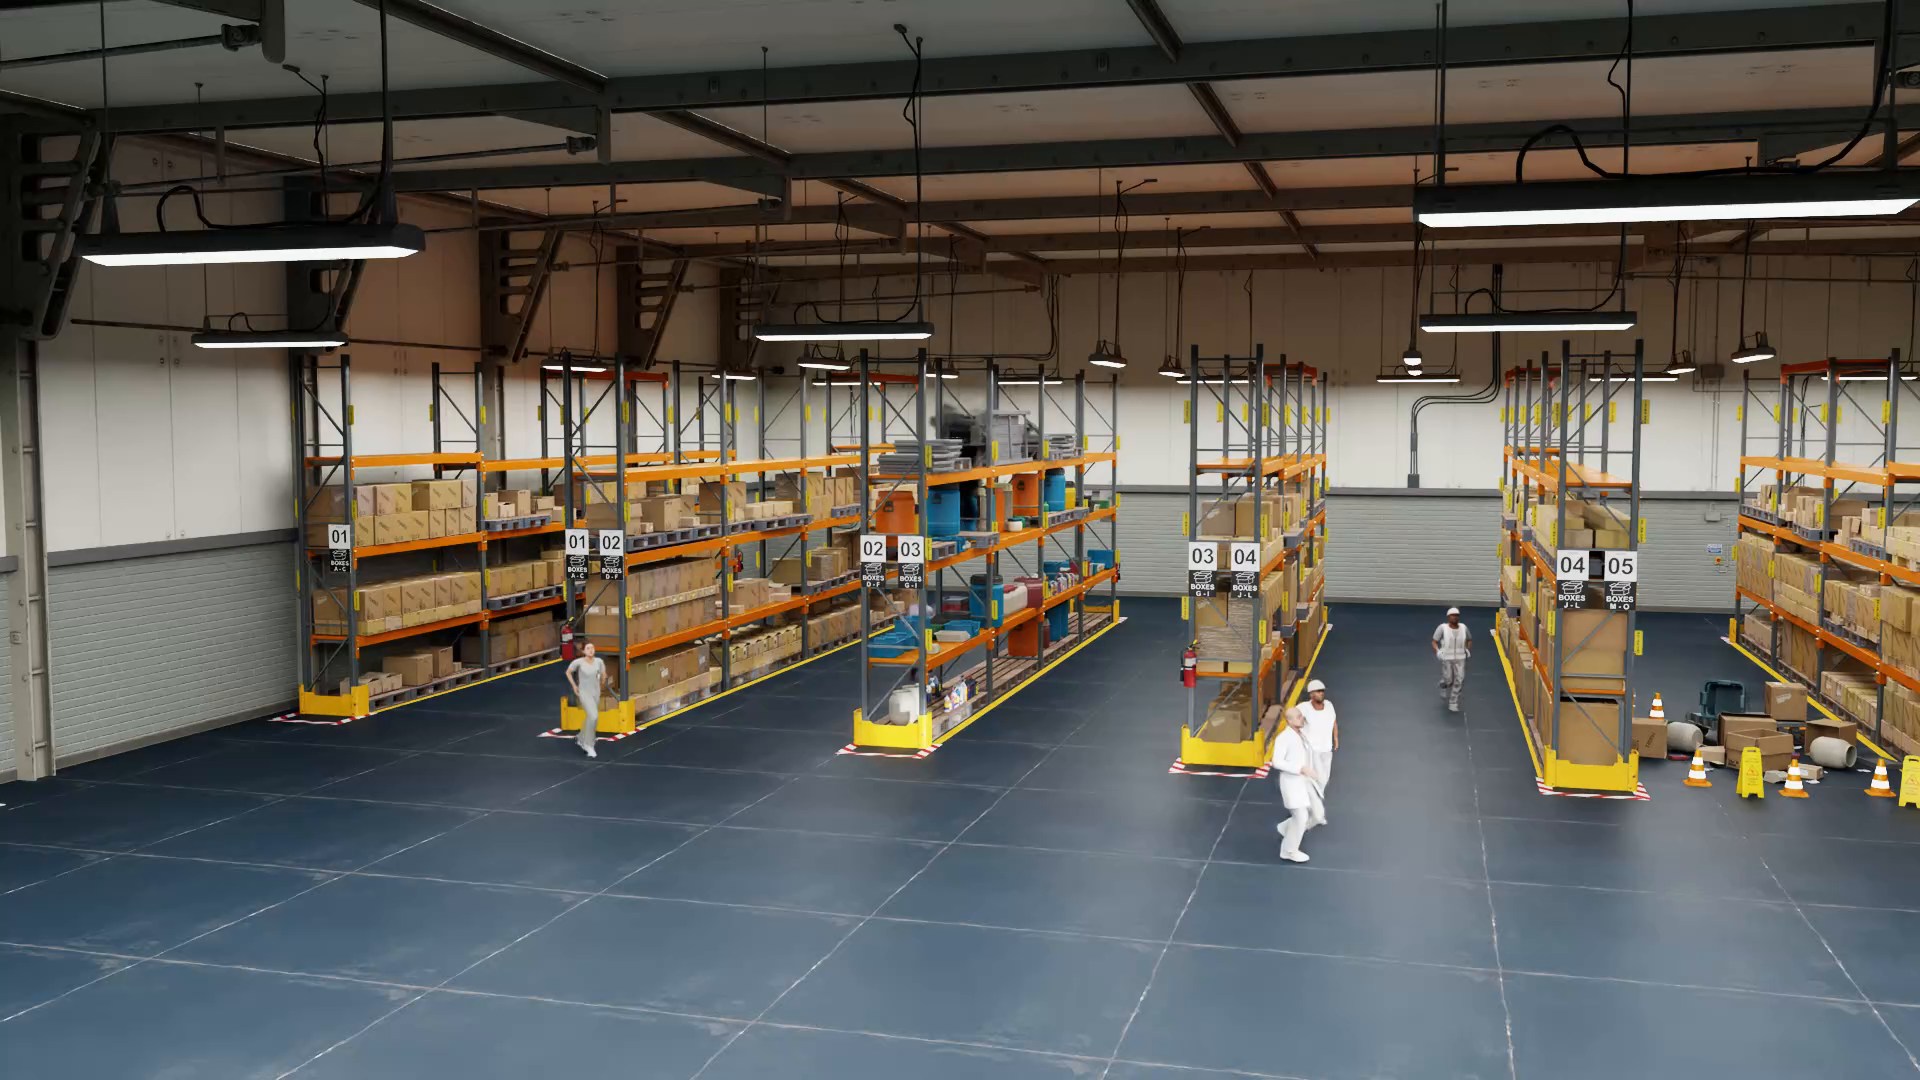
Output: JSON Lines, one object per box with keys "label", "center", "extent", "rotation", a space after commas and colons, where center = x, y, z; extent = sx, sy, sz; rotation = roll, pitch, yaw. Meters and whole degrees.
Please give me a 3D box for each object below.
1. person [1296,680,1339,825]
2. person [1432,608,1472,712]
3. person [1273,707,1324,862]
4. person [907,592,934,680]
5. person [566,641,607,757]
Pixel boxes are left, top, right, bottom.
{"label": "person", "center": [4.359, 2.591, 20.645], "extent": [0.685, 1.760, 0.729], "rotation": [-2, 5, -26]}
{"label": "person", "center": [8.375, 2.018, 28.269], "extent": [0.683, 1.743, 0.688], "rotation": [0, 4, 2]}
{"label": "person", "center": [3.802, 2.734, 18.638], "extent": [0.653, 1.729, 0.703], "rotation": [4, 6, 44]}
{"label": "person", "center": [-0.769, 1.798, 31.610], "extent": [0.610, 1.630, 0.939], "rotation": [1, 4, 13]}
{"label": "person", "center": [-5.485, 2.344, 24.598], "extent": [0.557, 1.695, 0.710], "rotation": [-4, 6, -42]}
